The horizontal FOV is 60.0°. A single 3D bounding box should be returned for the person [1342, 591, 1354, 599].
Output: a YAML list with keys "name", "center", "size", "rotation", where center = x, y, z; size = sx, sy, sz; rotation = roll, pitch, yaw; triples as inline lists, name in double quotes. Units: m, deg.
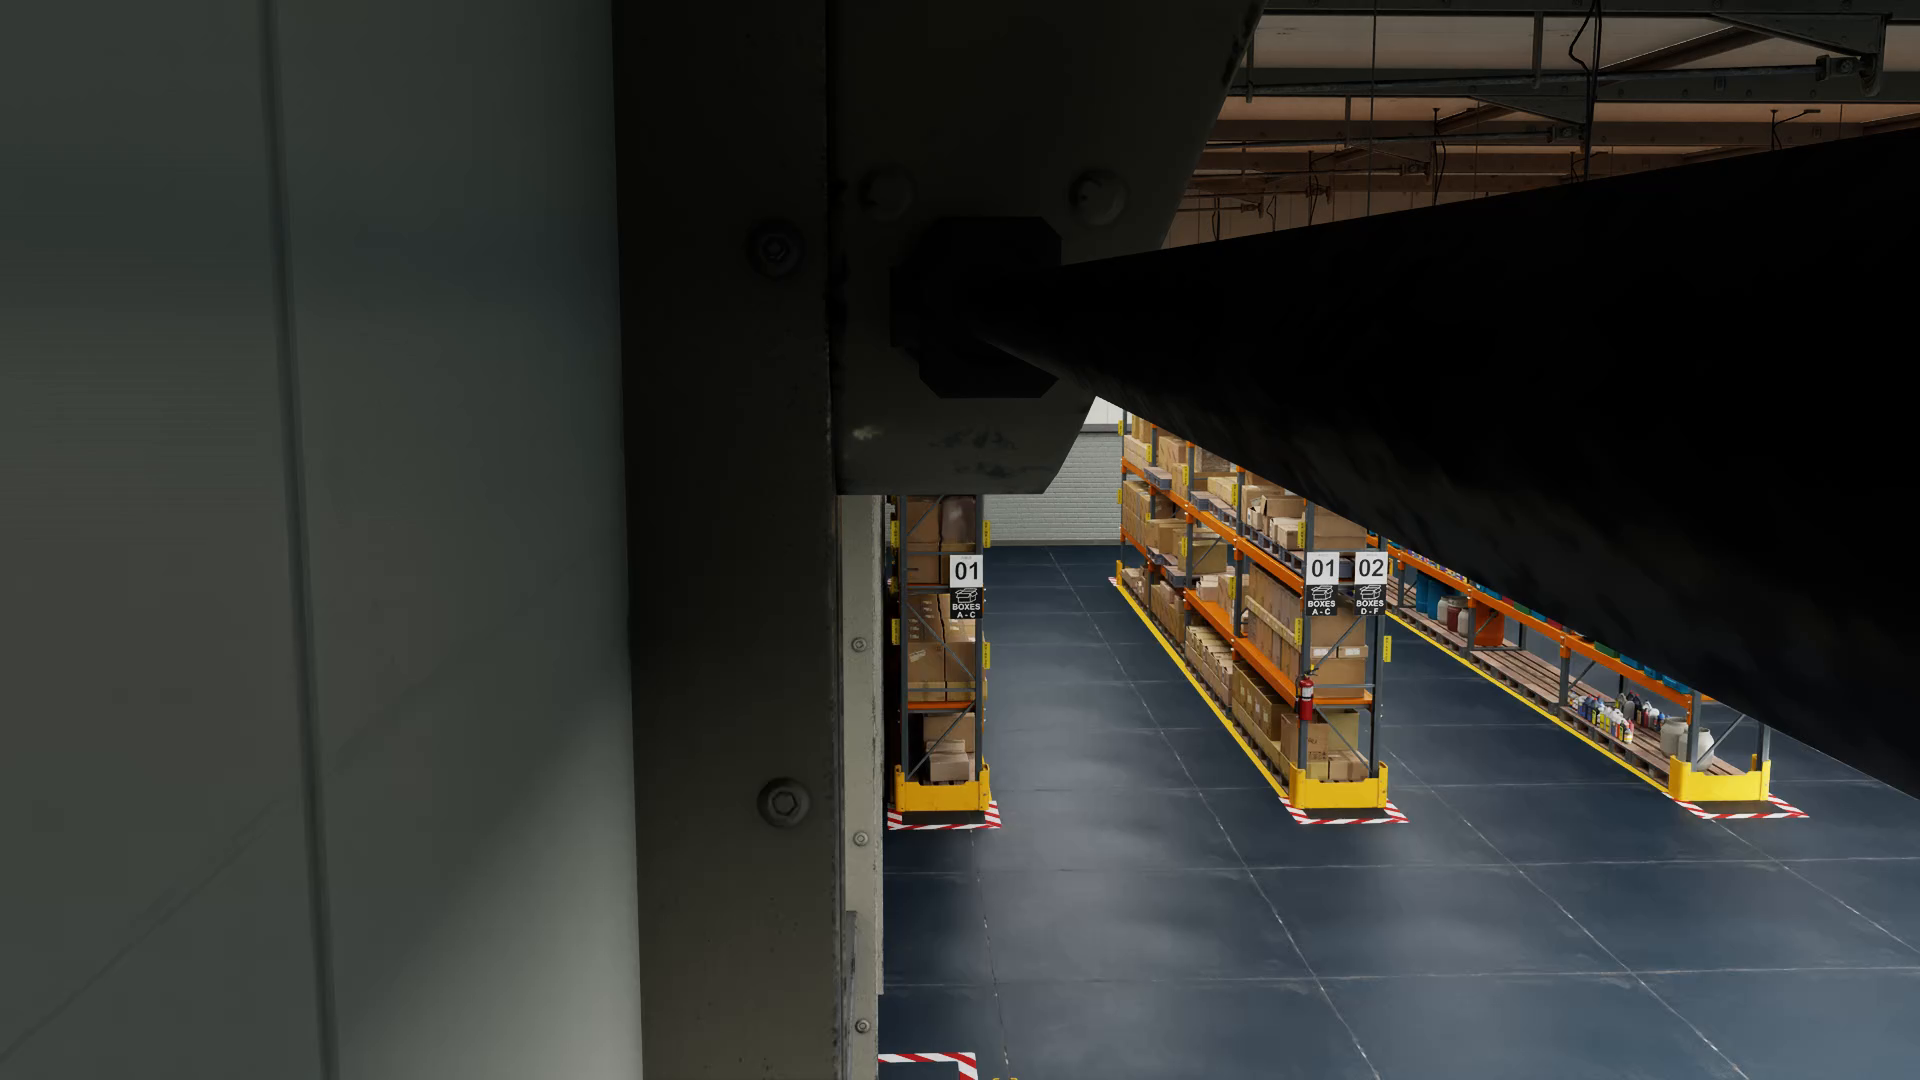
- name: "person"
  center: [7.177, 1.010, 30.706]
  size: [0.581, 1.702, 0.814]
  rotation: [0, 8, -1]
